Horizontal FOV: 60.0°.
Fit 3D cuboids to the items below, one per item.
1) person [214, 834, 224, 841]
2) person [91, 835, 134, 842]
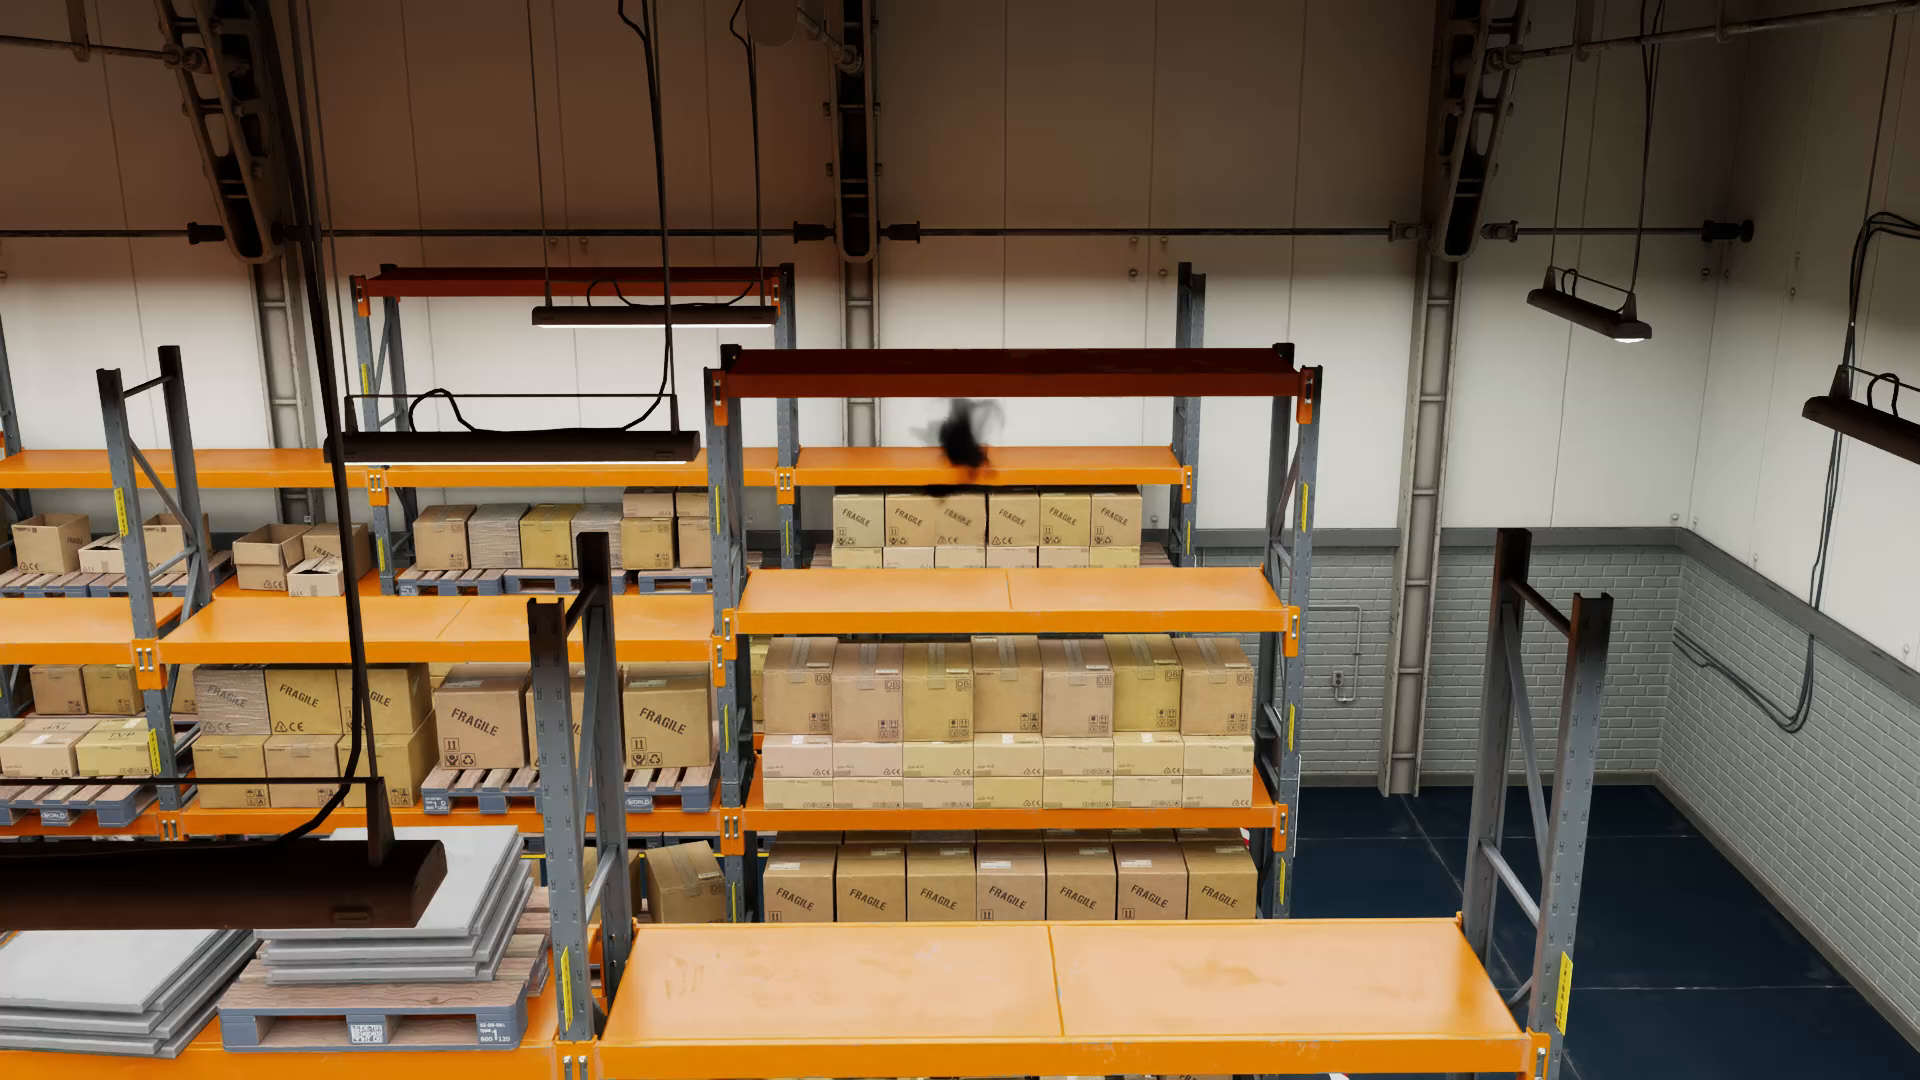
[{"bbox_3d":[-6.452,3.193,14.854,0.730,1.574,0.548,-2,16,-5],"label":"person"},{"bbox_3d":[-7.622,3.028,15.144,1.004,1.760,0.642,-1,16,-5],"label":"person"}]
